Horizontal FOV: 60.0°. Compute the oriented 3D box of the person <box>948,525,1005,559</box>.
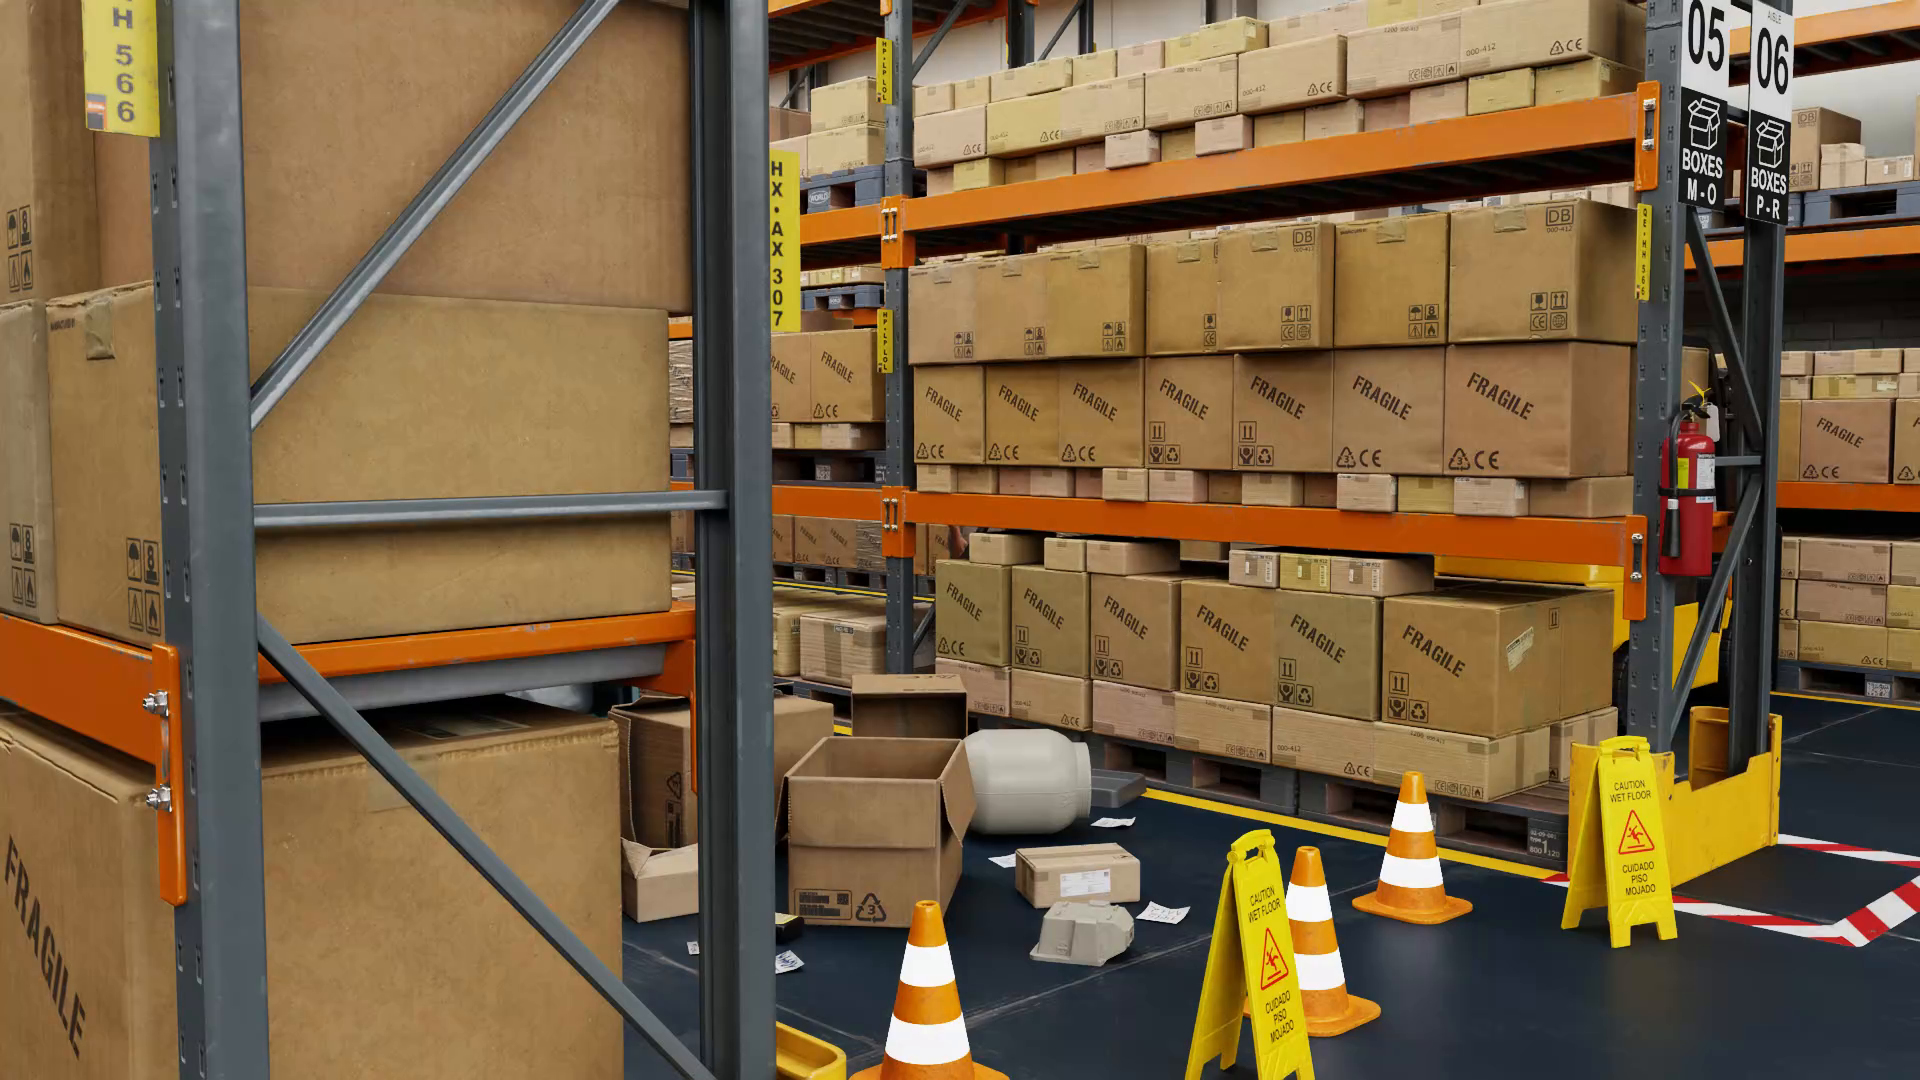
[{"bbox_3d":[0.143,-0.002,11.391,0.400,1.728,0.606,4,5,43],"label":"person"}]
